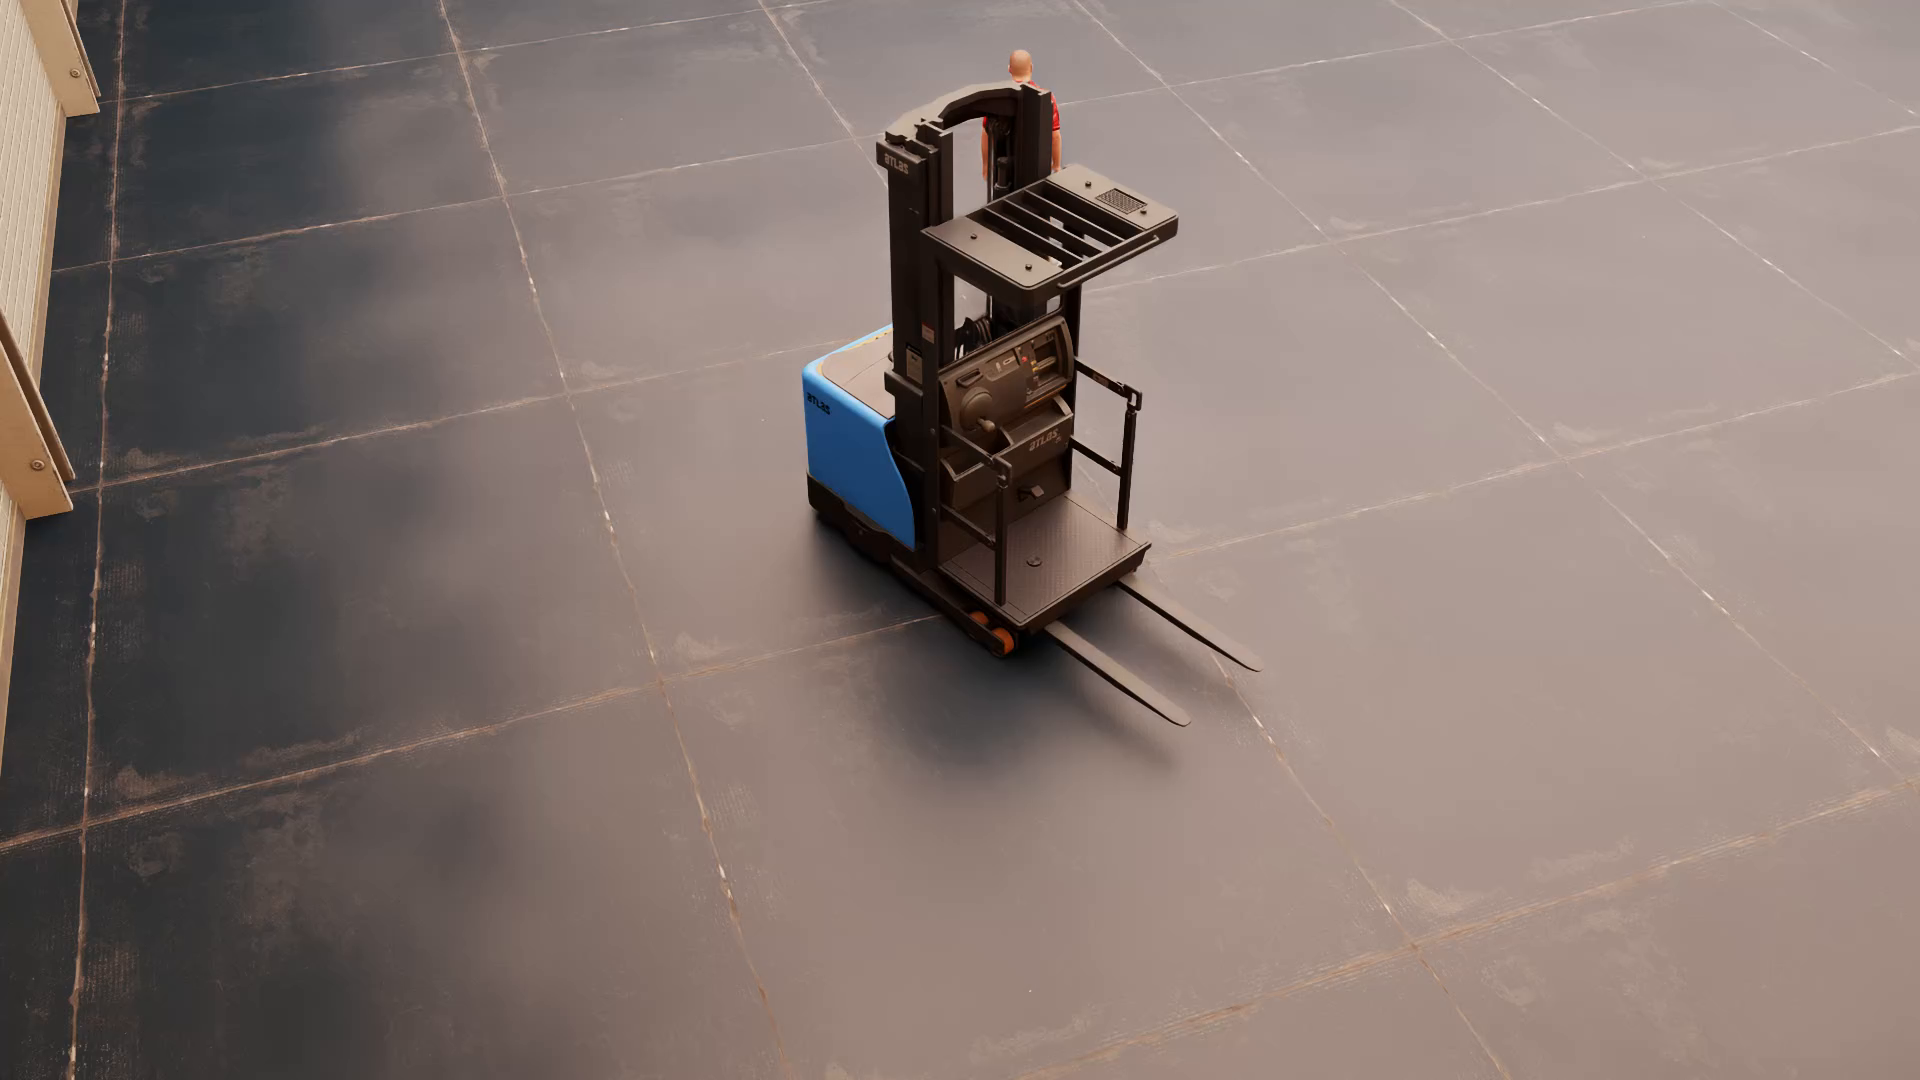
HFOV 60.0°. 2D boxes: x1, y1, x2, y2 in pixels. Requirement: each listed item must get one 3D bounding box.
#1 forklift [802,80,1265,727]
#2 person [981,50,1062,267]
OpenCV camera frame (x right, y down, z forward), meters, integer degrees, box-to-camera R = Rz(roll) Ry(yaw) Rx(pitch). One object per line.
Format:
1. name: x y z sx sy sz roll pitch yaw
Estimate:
1. forklift: 0.409 -0.833 8.988 1.130 2.935 3.031 -30 49 -31
2. person: 0.454 -2.743 12.199 0.600 1.726 0.399 4 40 5
